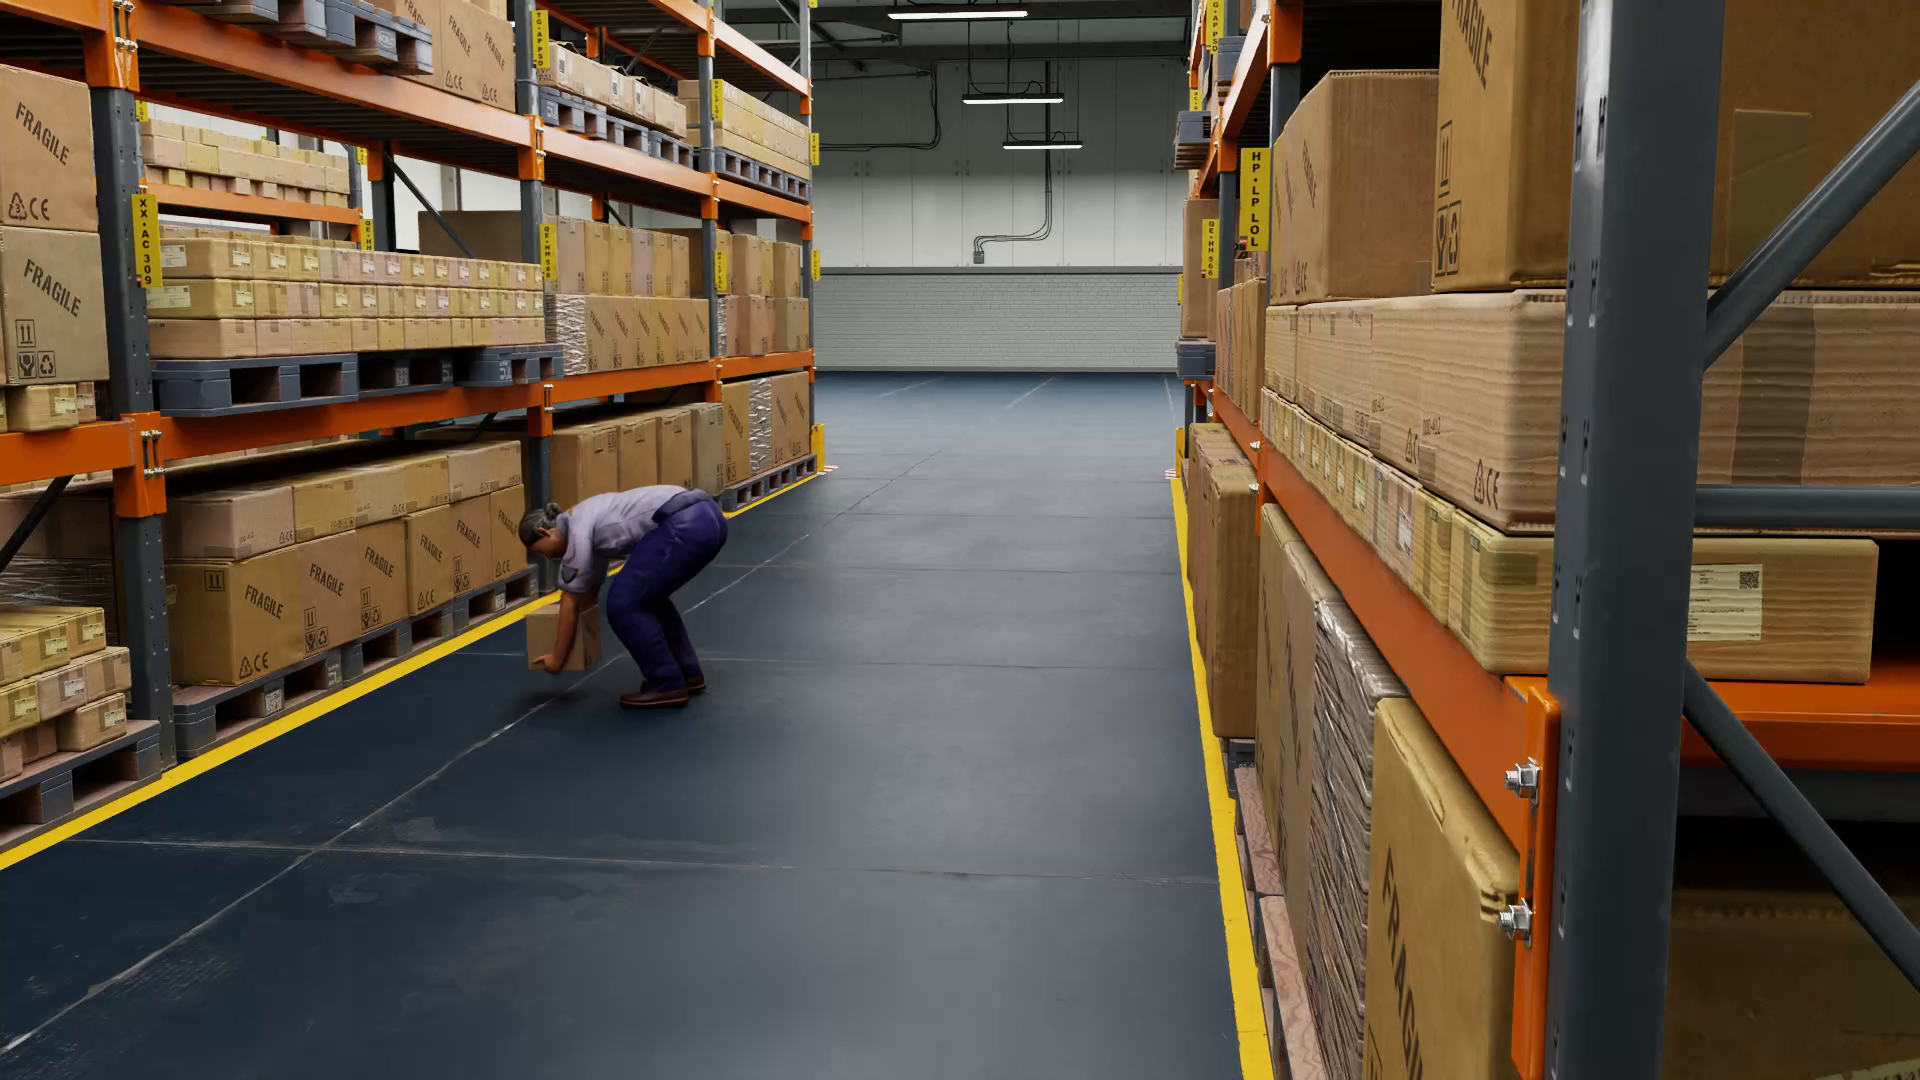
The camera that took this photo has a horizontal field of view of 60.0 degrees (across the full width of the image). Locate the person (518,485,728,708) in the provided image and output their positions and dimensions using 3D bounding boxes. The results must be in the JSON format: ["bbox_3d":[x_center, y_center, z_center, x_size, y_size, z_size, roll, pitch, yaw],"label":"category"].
[{"bbox_3d":[-1.477,0.232,7.273,0.907,0.945,0.503,0,8,4],"label":"person"}]
